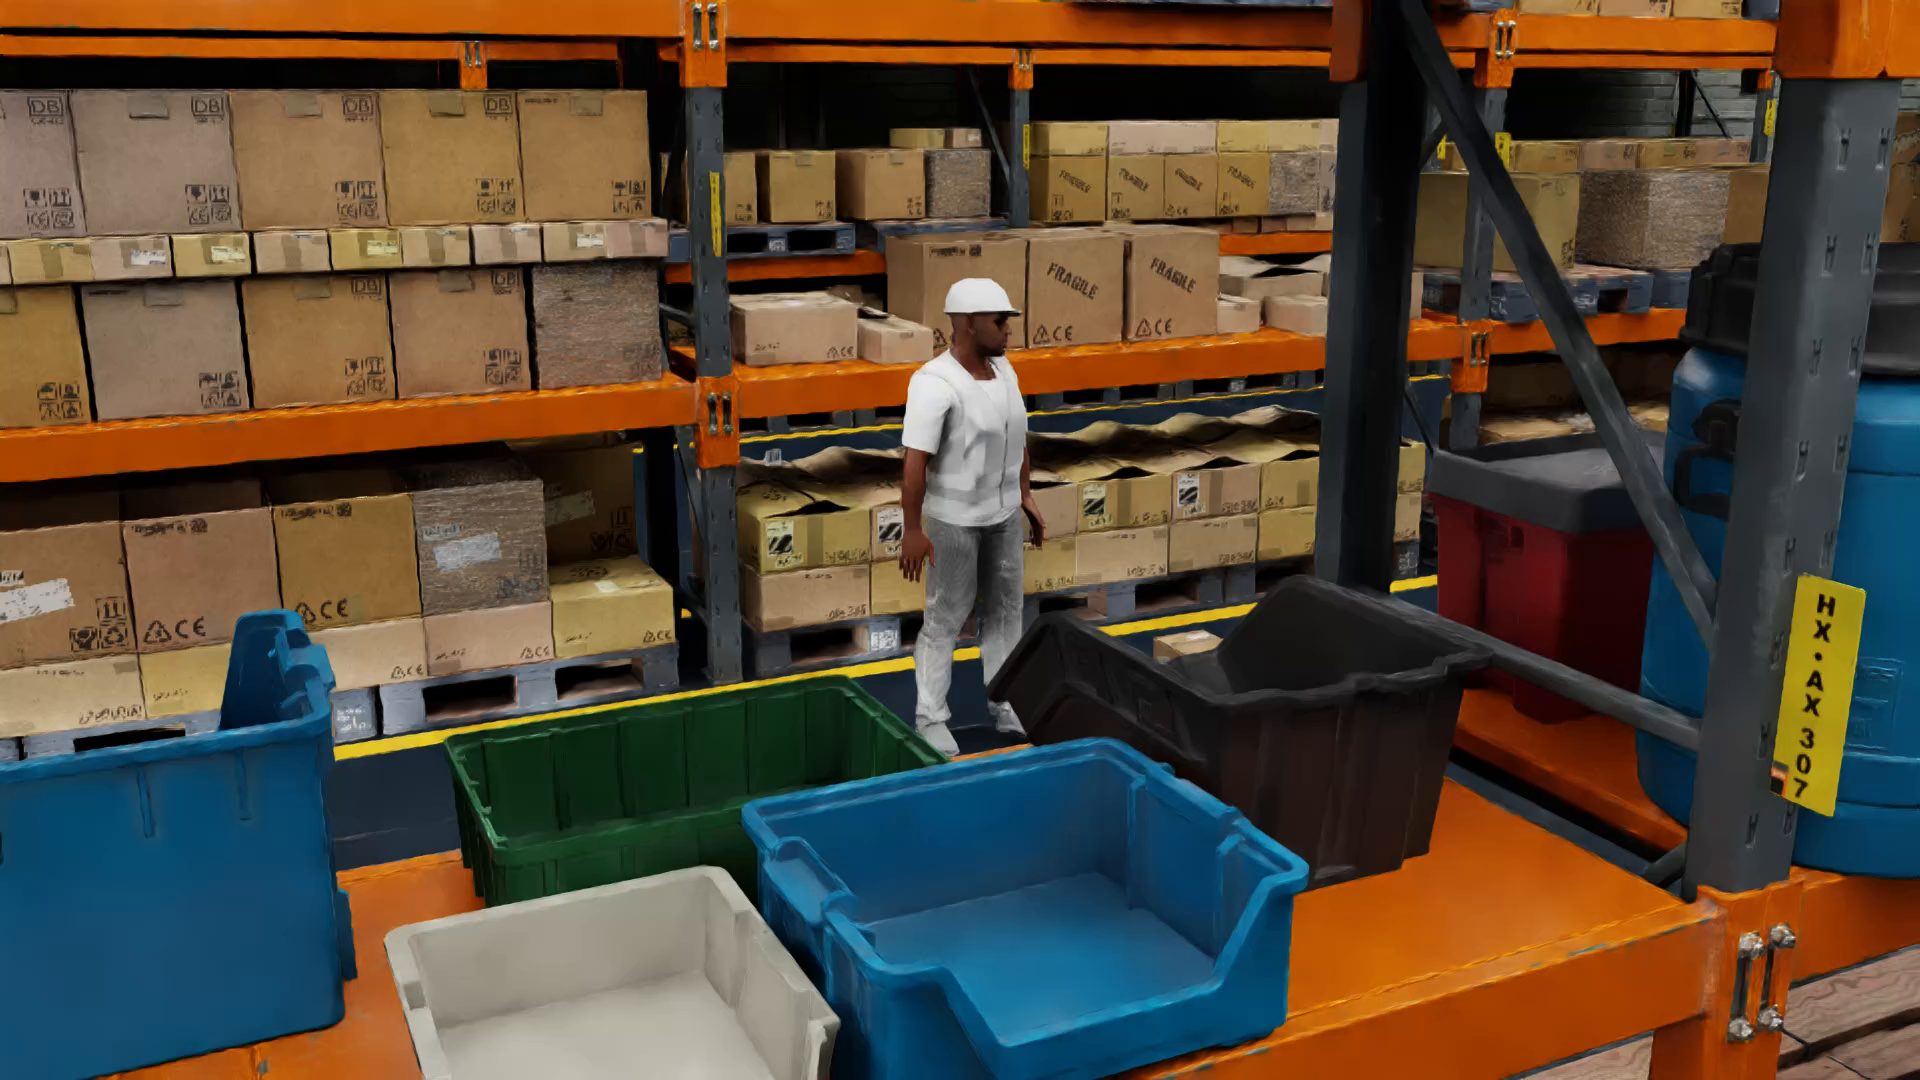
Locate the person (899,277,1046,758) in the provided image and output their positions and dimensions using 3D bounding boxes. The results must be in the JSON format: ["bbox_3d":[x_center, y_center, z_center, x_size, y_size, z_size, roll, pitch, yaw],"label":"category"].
[{"bbox_3d":[0.087,-0.074,6.155,0.521,1.768,0.650,12,19,38],"label":"person"}]
